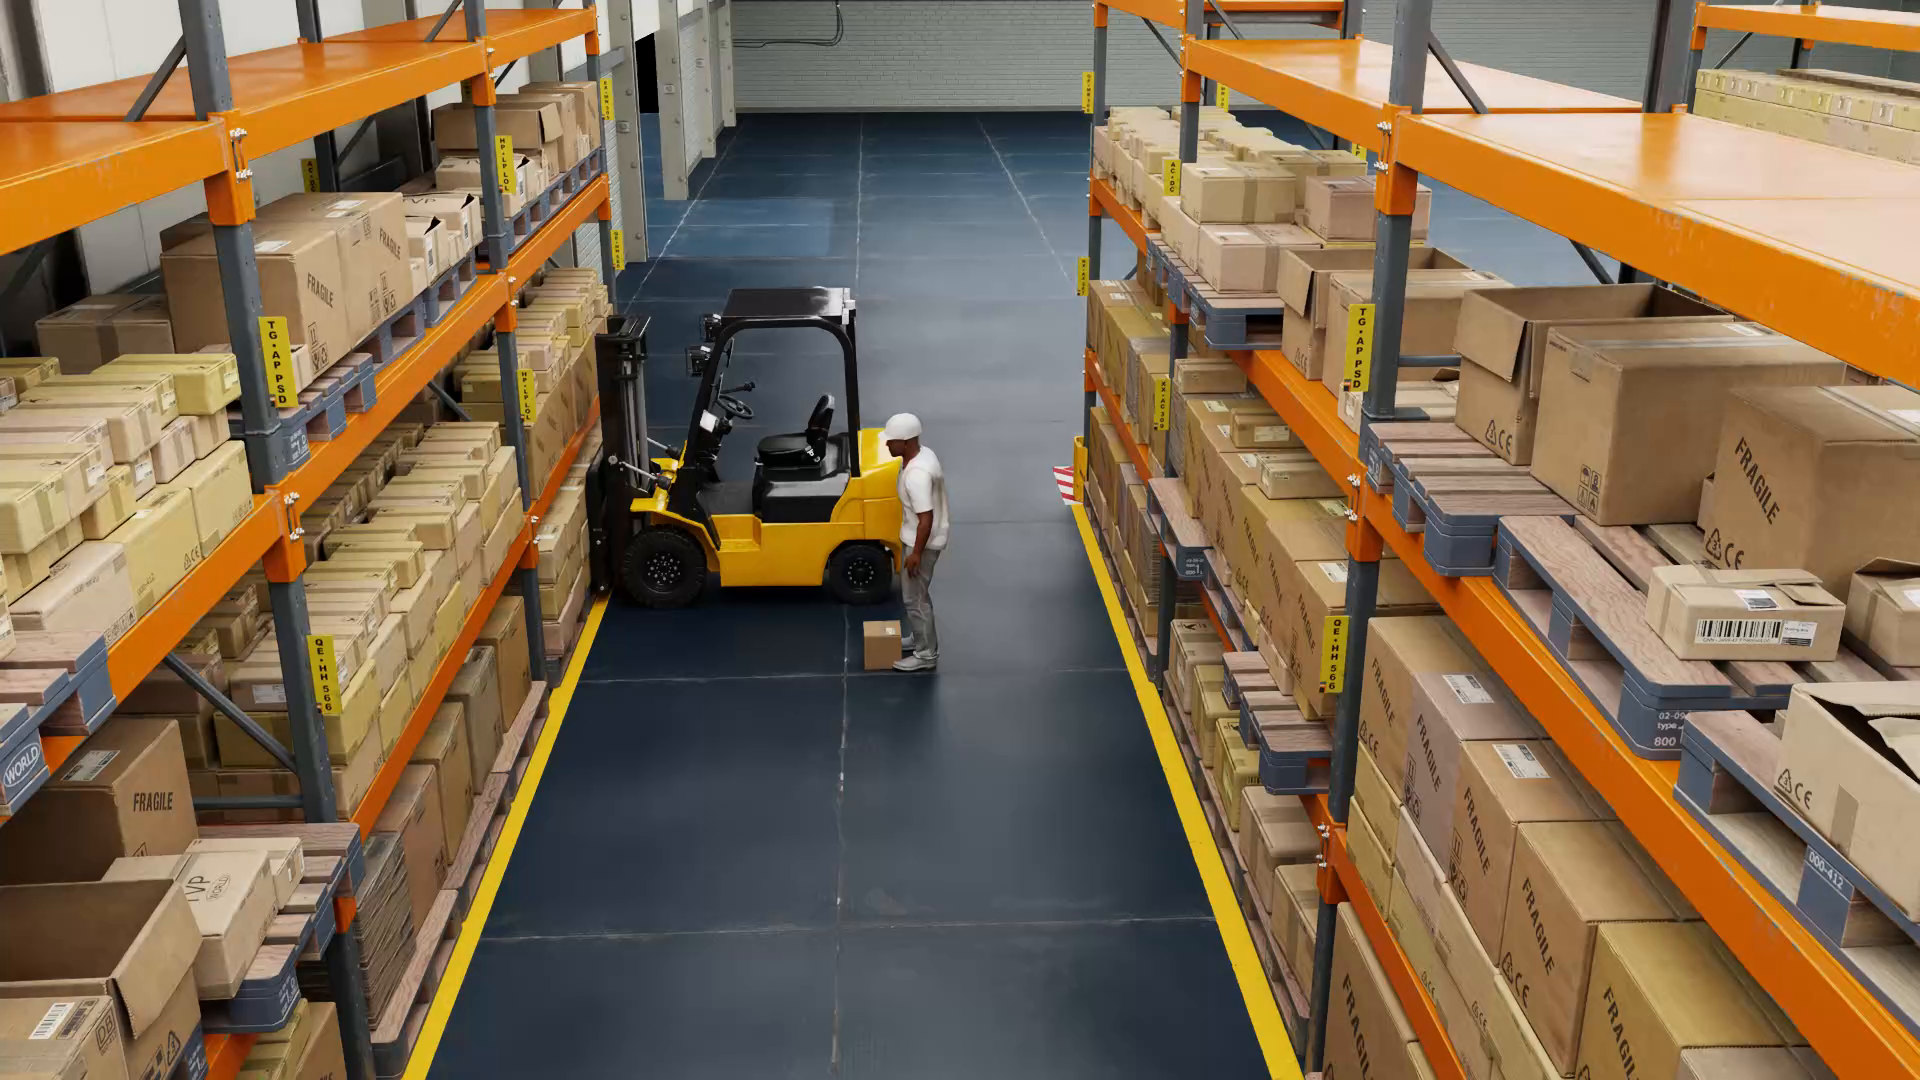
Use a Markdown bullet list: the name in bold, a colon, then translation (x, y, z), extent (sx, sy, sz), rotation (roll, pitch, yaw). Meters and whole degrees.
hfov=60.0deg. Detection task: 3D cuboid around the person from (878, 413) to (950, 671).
- **person**: translation (-0.305, -0.001, 11.052), extent (0.463, 1.760, 0.635), rotation (-1, 20, -4)
